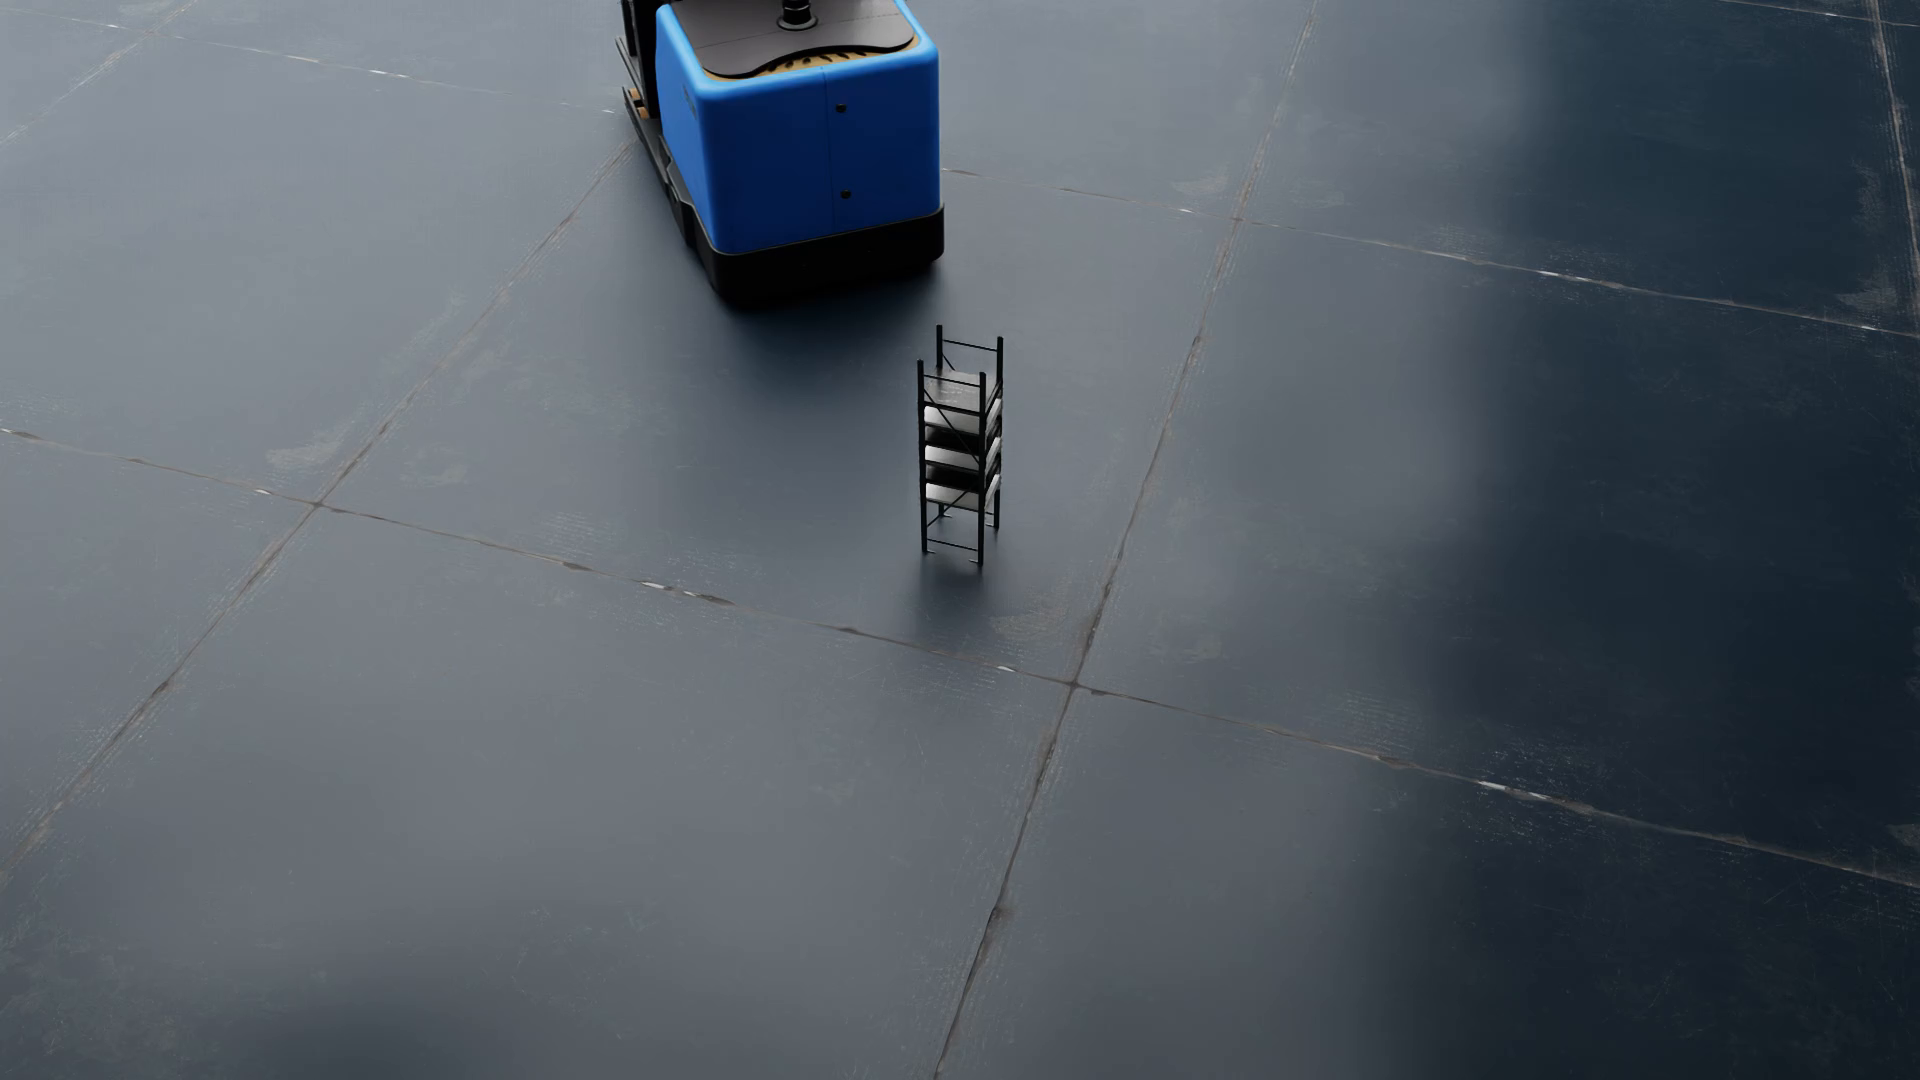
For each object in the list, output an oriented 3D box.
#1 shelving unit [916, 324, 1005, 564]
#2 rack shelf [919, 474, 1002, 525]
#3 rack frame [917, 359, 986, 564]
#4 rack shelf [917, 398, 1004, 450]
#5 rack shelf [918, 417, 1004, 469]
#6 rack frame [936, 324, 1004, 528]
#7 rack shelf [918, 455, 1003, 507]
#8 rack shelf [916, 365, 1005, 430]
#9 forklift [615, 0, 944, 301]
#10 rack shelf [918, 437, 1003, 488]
[{"bbox_3d":[0.002,-0.327,5.941,0.258,0.900,0.210,13,46,12],"label":"shelving unit"},{"bbox_3d":[0.002,-0.175,6.090,0.258,0.077,0.200,13,46,12],"label":"rack shelf"},{"bbox_3d":[-0.028,-0.259,5.872,0.240,0.900,0.006,13,46,12],"label":"rack frame"},{"bbox_3d":[0.002,-0.432,5.838,0.258,0.077,0.200,13,46,12],"label":"rack shelf"},{"bbox_3d":[0.002,-0.368,5.901,0.258,0.077,0.200,13,46,12],"label":"rack shelf"},{"bbox_3d":[0.033,-0.395,6.010,0.240,0.900,0.006,13,46,12],"label":"rack frame"},{"bbox_3d":[0.002,-0.239,6.027,0.258,0.077,0.200,13,46,12],"label":"rack shelf"},{"bbox_3d":[0.002,-0.496,5.775,0.258,0.077,0.200,13,46,12],"label":"rack shelf"},{"bbox_3d":[-1.054,-3.128,7.351,1.130,2.935,3.031,-14,46,-14],"label":"forklift"},{"bbox_3d":[0.002,-0.303,5.964,0.258,0.077,0.200,13,46,12],"label":"rack shelf"}]
